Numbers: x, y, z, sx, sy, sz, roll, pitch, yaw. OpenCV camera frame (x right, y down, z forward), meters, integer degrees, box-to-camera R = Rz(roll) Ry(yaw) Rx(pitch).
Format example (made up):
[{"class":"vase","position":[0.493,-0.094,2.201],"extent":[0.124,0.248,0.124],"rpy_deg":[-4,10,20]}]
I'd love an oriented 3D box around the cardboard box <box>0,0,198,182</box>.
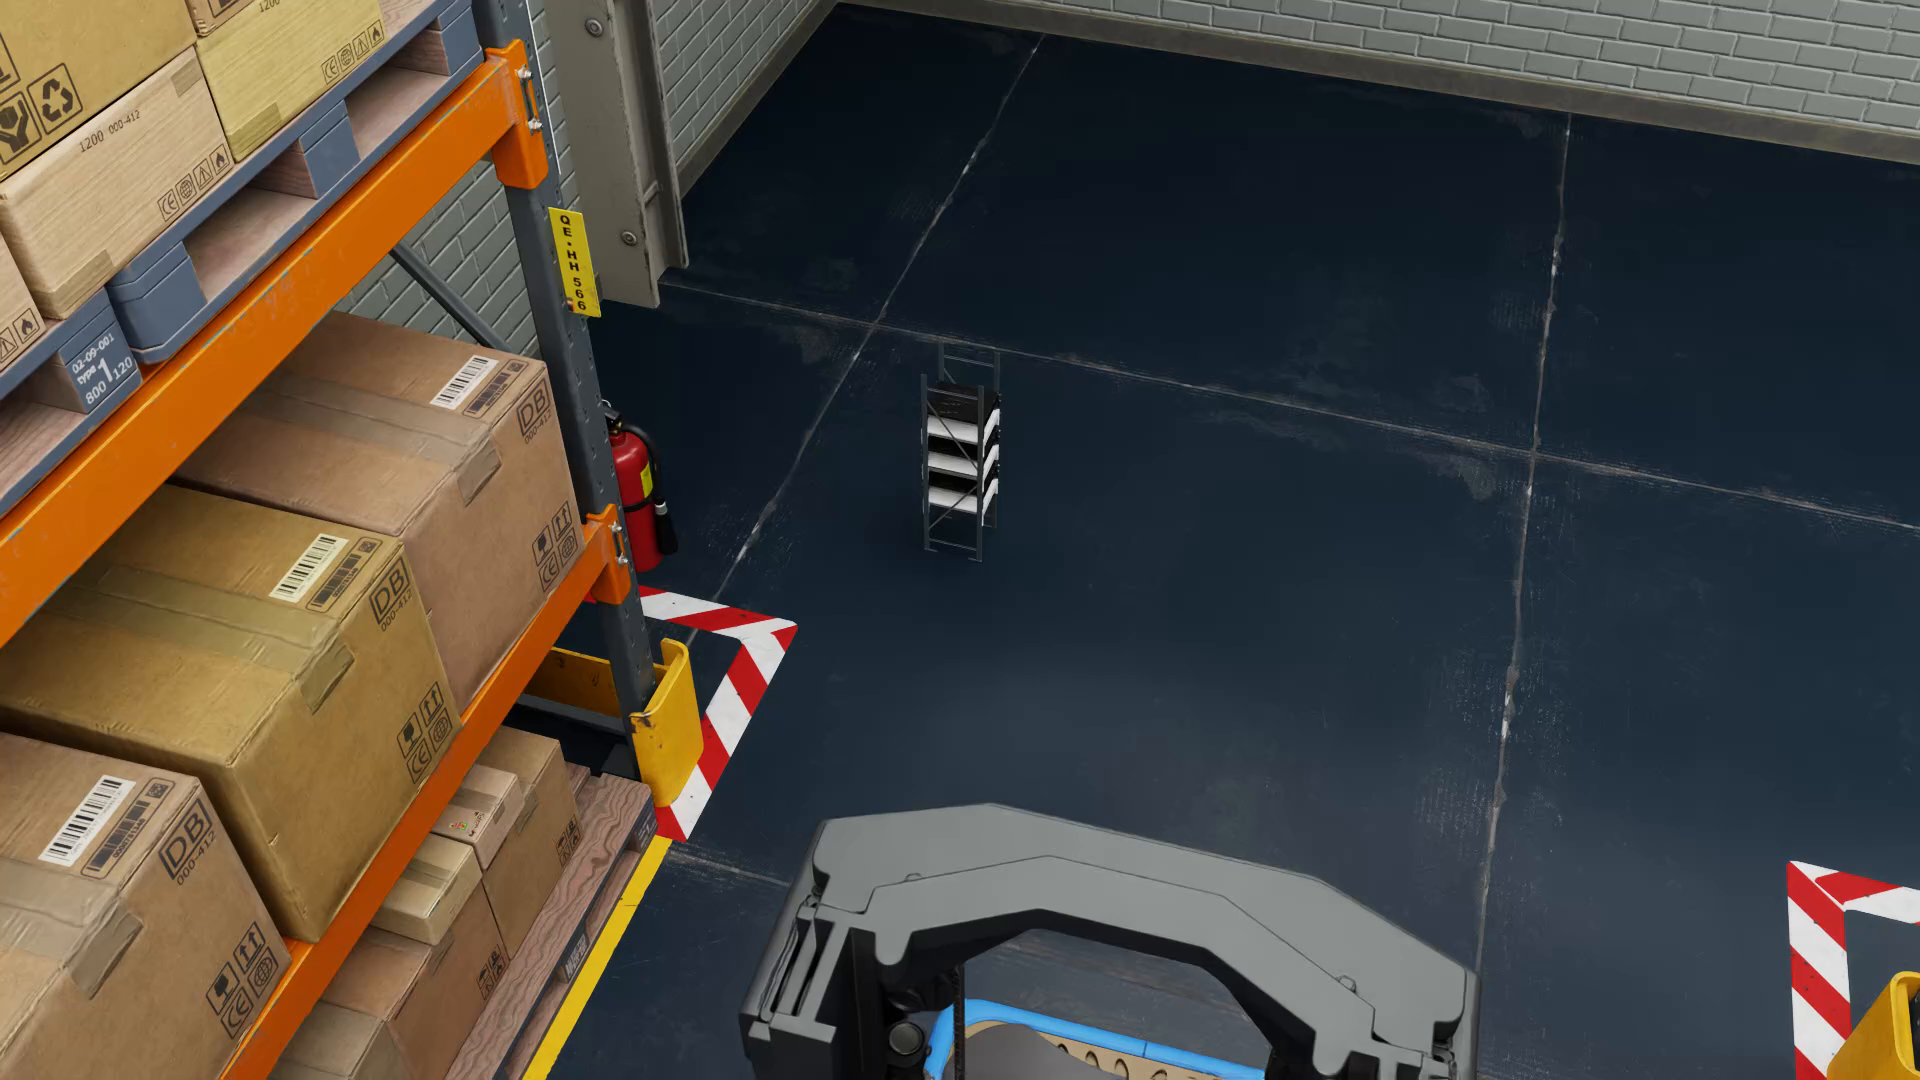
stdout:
[{"class":"cardboard box","position":[-1.645,-0.944,2.624],"extent":[0.500,0.500,0.500],"rpy_deg":[14,46,14]}]

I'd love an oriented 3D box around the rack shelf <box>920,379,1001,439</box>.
[{"class":"rack shelf","position":[0.002,-0.496,6.275],"extent":[0.258,0.077,0.200],"rpy_deg":[13,46,13]}]

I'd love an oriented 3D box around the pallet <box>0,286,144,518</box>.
[{"class":"pallet","position":[-2.104,-0.076,2.602],"extent":[1.003,0.211,1.213],"rpy_deg":[13,46,13]}]

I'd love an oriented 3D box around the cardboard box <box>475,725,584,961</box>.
[{"class":"cardboard box","position":[-1.638,0.883,5.190],"extent":[0.700,0.500,0.500],"rpy_deg":[13,46,13]}]

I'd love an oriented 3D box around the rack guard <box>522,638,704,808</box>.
[{"class":"rack guard","position":[-1.514,0.529,5.852],"extent":[1.175,0.500,0.348],"rpy_deg":[13,46,13]}]

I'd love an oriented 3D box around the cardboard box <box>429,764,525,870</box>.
[{"class":"cardboard box","position":[-1.503,0.775,4.836],"extent":[0.380,0.149,0.250],"rpy_deg":[12,46,12]}]

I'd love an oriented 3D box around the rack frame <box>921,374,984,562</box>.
[{"class":"rack frame","position":[-0.028,-0.259,6.372],"extent":[0.240,0.900,0.006],"rpy_deg":[13,46,13]}]

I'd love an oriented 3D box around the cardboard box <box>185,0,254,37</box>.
[{"class":"cardboard box","position":[-1.483,-1.275,2.963],"extent":[0.500,0.500,0.500],"rpy_deg":[12,46,12]}]

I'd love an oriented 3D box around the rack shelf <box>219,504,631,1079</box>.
[{"class":"rack shelf","position":[-2.127,1.242,3.850],"extent":[1.077,0.370,4.000],"rpy_deg":[13,46,13]}]

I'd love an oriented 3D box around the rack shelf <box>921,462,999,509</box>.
[{"class":"rack shelf","position":[0.002,-0.239,6.527],"extent":[0.258,0.077,0.200],"rpy_deg":[13,46,13]}]

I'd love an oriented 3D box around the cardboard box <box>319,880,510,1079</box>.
[{"class":"cardboard box","position":[-1.789,1.216,4.849],"extent":[0.700,0.500,0.500],"rpy_deg":[12,46,12]}]

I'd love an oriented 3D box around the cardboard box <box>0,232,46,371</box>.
[{"class":"cardboard box","position":[-1.800,-0.313,2.516],"extent":[0.500,0.250,0.500],"rpy_deg":[11,45,11]}]

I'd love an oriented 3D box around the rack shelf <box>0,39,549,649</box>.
[{"class":"rack shelf","position":[-2.127,0.170,2.801],"extent":[1.077,0.370,4.000],"rpy_deg":[13,46,13]}]

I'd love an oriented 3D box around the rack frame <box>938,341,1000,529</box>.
[{"class":"rack frame","position":[0.033,-0.395,6.510],"extent":[0.240,0.900,0.006],"rpy_deg":[13,46,13]}]

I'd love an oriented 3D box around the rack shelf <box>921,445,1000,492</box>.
[{"class":"rack shelf","position":[0.002,-0.303,6.464],"extent":[0.258,0.077,0.200],"rpy_deg":[13,46,13]}]

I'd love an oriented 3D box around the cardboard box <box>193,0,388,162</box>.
[{"class":"cardboard box","position":[-1.490,-1.008,3.226],"extent":[0.500,0.250,0.500],"rpy_deg":[14,46,14]}]

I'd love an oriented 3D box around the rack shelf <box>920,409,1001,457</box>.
[{"class":"rack shelf","position":[0.002,-0.432,6.338],"extent":[0.258,0.077,0.200],"rpy_deg":[13,46,13]}]

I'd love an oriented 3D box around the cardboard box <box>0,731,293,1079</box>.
[{"class":"cardboard box","position":[-2.116,0.880,3.491],"extent":[0.980,0.700,0.700],"rpy_deg":[10,45,11]}]

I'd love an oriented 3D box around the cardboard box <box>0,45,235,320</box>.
[{"class":"cardboard box","position":[-1.647,-0.661,2.872],"extent":[0.500,0.250,0.500],"rpy_deg":[11,45,11]}]

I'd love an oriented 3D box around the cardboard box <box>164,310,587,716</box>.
[{"class":"cardboard box","position":[-1.666,-0.113,4.507],"extent":[0.980,0.700,0.700],"rpy_deg":[14,46,14]}]

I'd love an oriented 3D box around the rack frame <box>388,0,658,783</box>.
[{"class":"rack frame","position":[-1.521,-0.348,4.961],"extent":[1.000,3.000,0.127],"rpy_deg":[13,46,13]}]

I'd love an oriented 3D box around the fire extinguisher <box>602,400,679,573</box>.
[{"class":"fire extinguisher","position":[-1.036,-0.190,5.121],"extent":[0.296,0.674,0.183],"rpy_deg":[13,46,13]}]

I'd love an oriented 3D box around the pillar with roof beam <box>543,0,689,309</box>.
[{"class":"pillar with roof beam","position":[2.575,-3.563,3.958],"extent":[9.100,9.000,0.400],"rpy_deg":[13,46,13]}]

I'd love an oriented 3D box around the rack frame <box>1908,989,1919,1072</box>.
[{"class":"rack frame","position":[3.201,0.699,3.891],"extent":[1.000,3.000,0.127],"rpy_deg":[13,46,13]}]

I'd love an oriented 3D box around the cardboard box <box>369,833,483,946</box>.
[{"class":"cardboard box","position":[-1.580,0.946,4.662],"extent":[0.380,0.149,0.250],"rpy_deg":[14,46,14]}]

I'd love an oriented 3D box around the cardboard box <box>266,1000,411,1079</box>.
[{"class":"cardboard box","position":[-1.941,1.552,4.506],"extent":[0.700,0.500,0.500],"rpy_deg":[11,45,11]}]

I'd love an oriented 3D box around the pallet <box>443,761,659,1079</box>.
[{"class":"pallet","position":[-1.689,1.198,5.375],"extent":[1.003,0.211,1.213],"rpy_deg":[13,46,13]}]

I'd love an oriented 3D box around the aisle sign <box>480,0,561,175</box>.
[{"class":"aisle sign","position":[-1.214,-1.262,4.036],"extent":[0.394,0.787,0.004],"rpy_deg":[13,46,13]}]

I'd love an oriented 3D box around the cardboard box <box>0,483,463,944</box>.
[{"class":"cardboard box","position":[-1.876,0.374,4.009],"extent":[0.980,0.700,0.700],"rpy_deg":[12,46,12]}]

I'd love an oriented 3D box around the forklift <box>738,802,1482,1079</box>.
[{"class":"forklift","position":[0.045,1.918,2.694],"extent":[1.130,2.935,3.031],"rpy_deg":[11,45,11]}]

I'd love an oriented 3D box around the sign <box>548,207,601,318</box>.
[{"class":"sign","position":[-1.008,-0.723,4.346],"extent":[0.100,0.325,0.005],"rpy_deg":[13,46,13]}]

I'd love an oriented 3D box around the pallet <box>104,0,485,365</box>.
[{"class":"pallet","position":[-1.736,-0.892,3.435],"extent":[1.003,0.211,1.213],"rpy_deg":[13,46,13]}]

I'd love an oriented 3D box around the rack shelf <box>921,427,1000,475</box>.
[{"class":"rack shelf","position":[0.002,-0.368,6.401],"extent":[0.258,0.077,0.200],"rpy_deg":[13,46,13]}]

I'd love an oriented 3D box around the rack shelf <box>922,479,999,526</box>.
[{"class":"rack shelf","position":[0.002,-0.175,6.590],"extent":[0.258,0.077,0.200],"rpy_deg":[13,46,13]}]

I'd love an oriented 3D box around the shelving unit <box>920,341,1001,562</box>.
[{"class":"shelving unit","position":[0.002,-0.327,6.441],"extent":[0.258,0.900,0.210],"rpy_deg":[13,46,13]}]

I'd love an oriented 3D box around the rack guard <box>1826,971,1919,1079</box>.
[{"class":"rack guard","position":[3.178,1.643,4.714],"extent":[1.175,0.500,0.348],"rpy_deg":[13,46,13]}]
